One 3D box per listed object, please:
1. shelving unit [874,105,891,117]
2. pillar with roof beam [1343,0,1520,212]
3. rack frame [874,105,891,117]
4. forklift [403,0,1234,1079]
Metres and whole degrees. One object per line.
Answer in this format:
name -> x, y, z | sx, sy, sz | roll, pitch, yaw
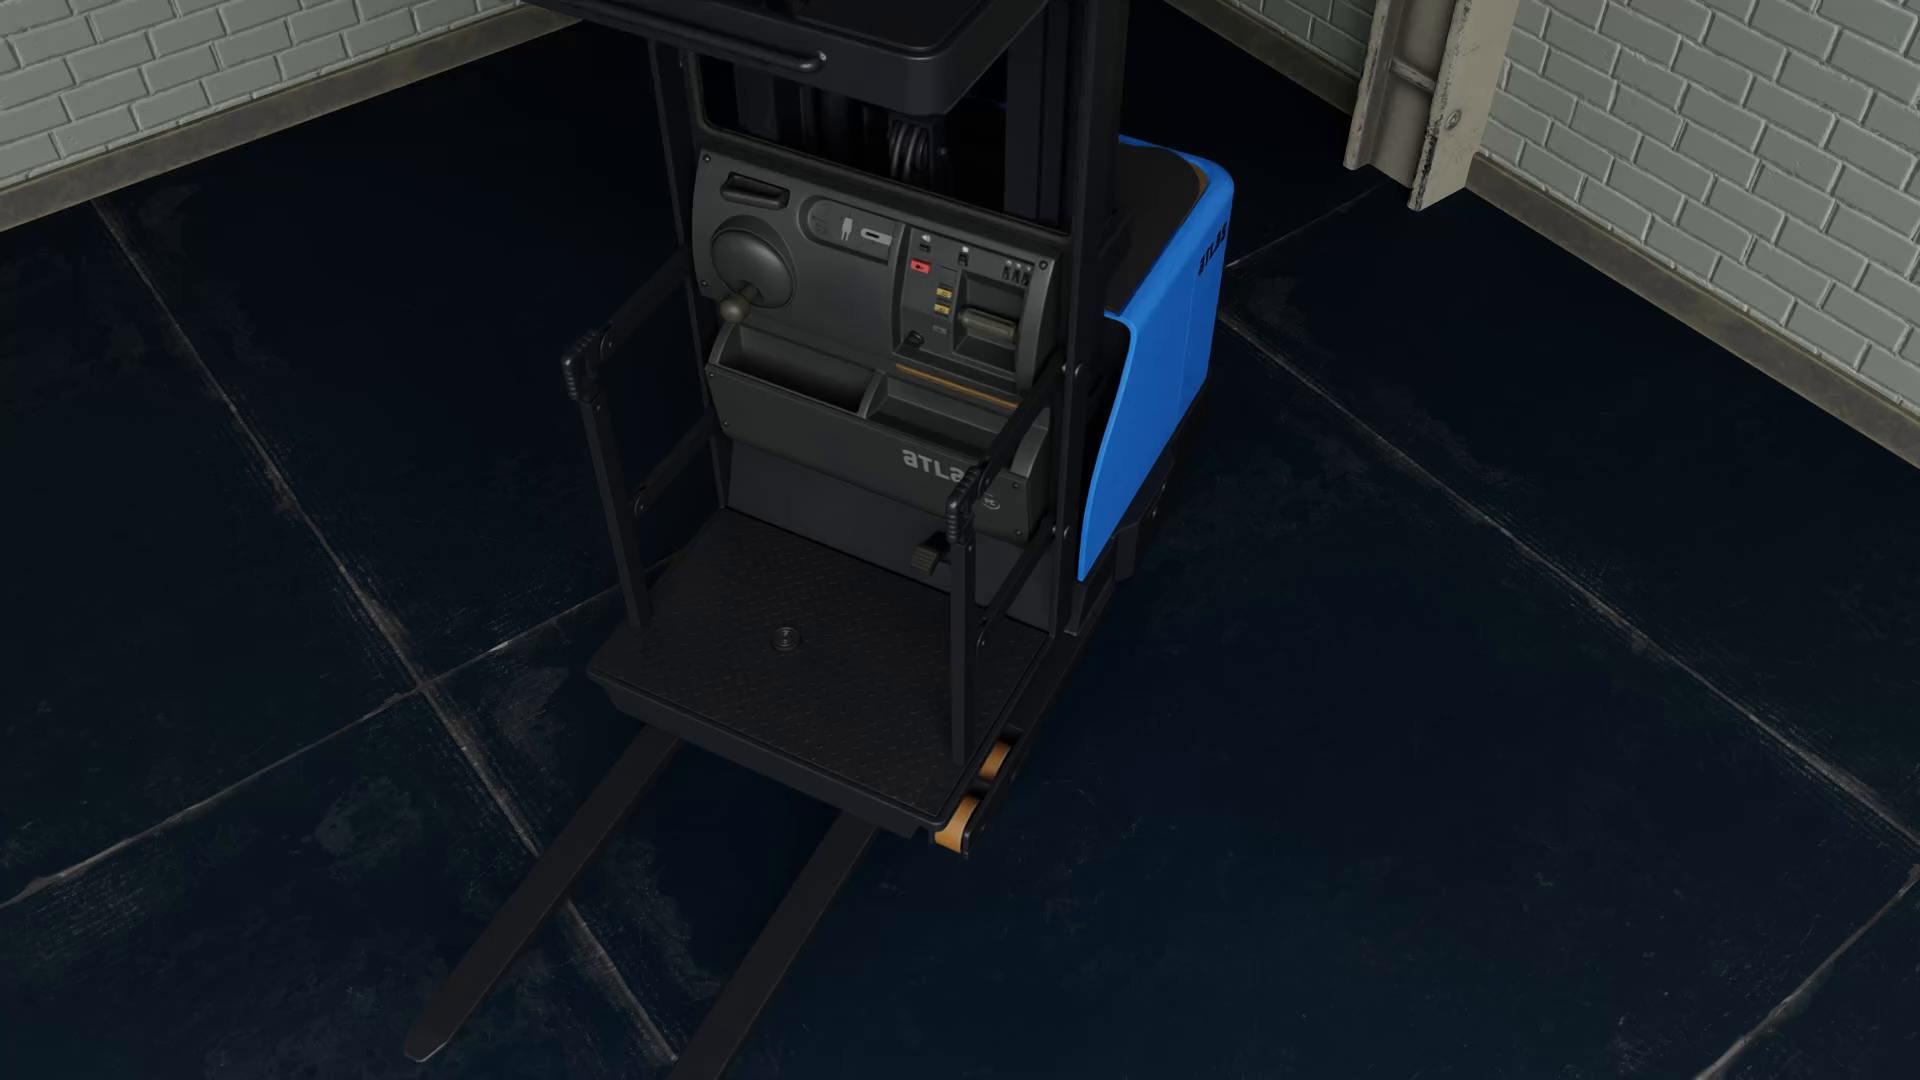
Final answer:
shelving unit -> -0.245, -1.219, 6.198 | 0.258, 0.189, 1.200 | 3, 50, 3
pillar with roof beam -> -1.668, -2.537, 1.476 | 9.100, 9.000, 0.400 | -29, 54, -24
rack frame -> -0.245, -1.278, 6.128 | 0.240, 0.006, 1.200 | 3, 50, 3
forklift -> -0.314, -0.529, 3.752 | 1.130, 2.935, 3.031 | 21, 51, 18
